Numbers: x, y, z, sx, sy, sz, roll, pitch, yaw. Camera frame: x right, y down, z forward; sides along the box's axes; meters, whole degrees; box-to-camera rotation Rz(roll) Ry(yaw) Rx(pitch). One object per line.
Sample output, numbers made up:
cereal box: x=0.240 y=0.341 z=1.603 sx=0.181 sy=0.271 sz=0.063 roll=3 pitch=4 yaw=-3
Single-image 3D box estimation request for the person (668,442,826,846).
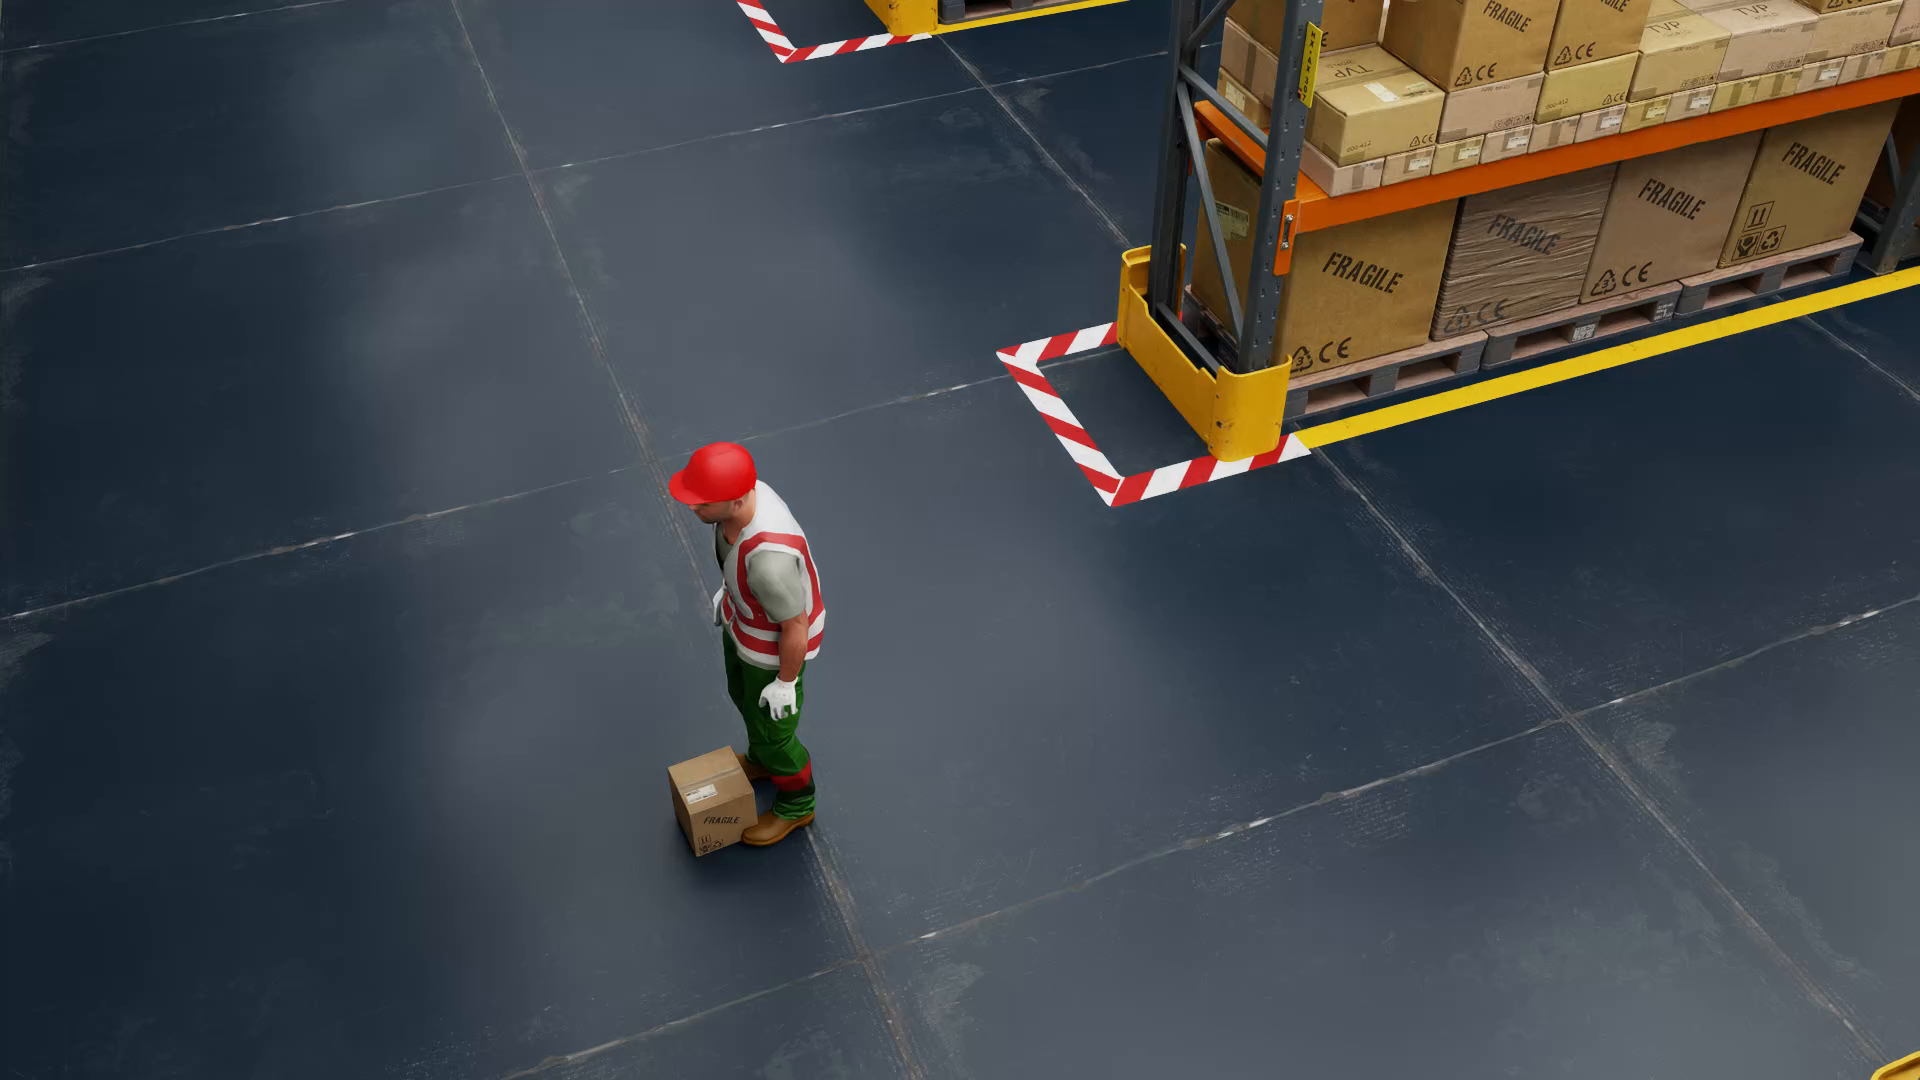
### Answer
person: x=-0.708 y=0.346 z=5.756 sx=0.454 sy=1.777 sz=0.608 roll=-17 pitch=44 yaw=-19
